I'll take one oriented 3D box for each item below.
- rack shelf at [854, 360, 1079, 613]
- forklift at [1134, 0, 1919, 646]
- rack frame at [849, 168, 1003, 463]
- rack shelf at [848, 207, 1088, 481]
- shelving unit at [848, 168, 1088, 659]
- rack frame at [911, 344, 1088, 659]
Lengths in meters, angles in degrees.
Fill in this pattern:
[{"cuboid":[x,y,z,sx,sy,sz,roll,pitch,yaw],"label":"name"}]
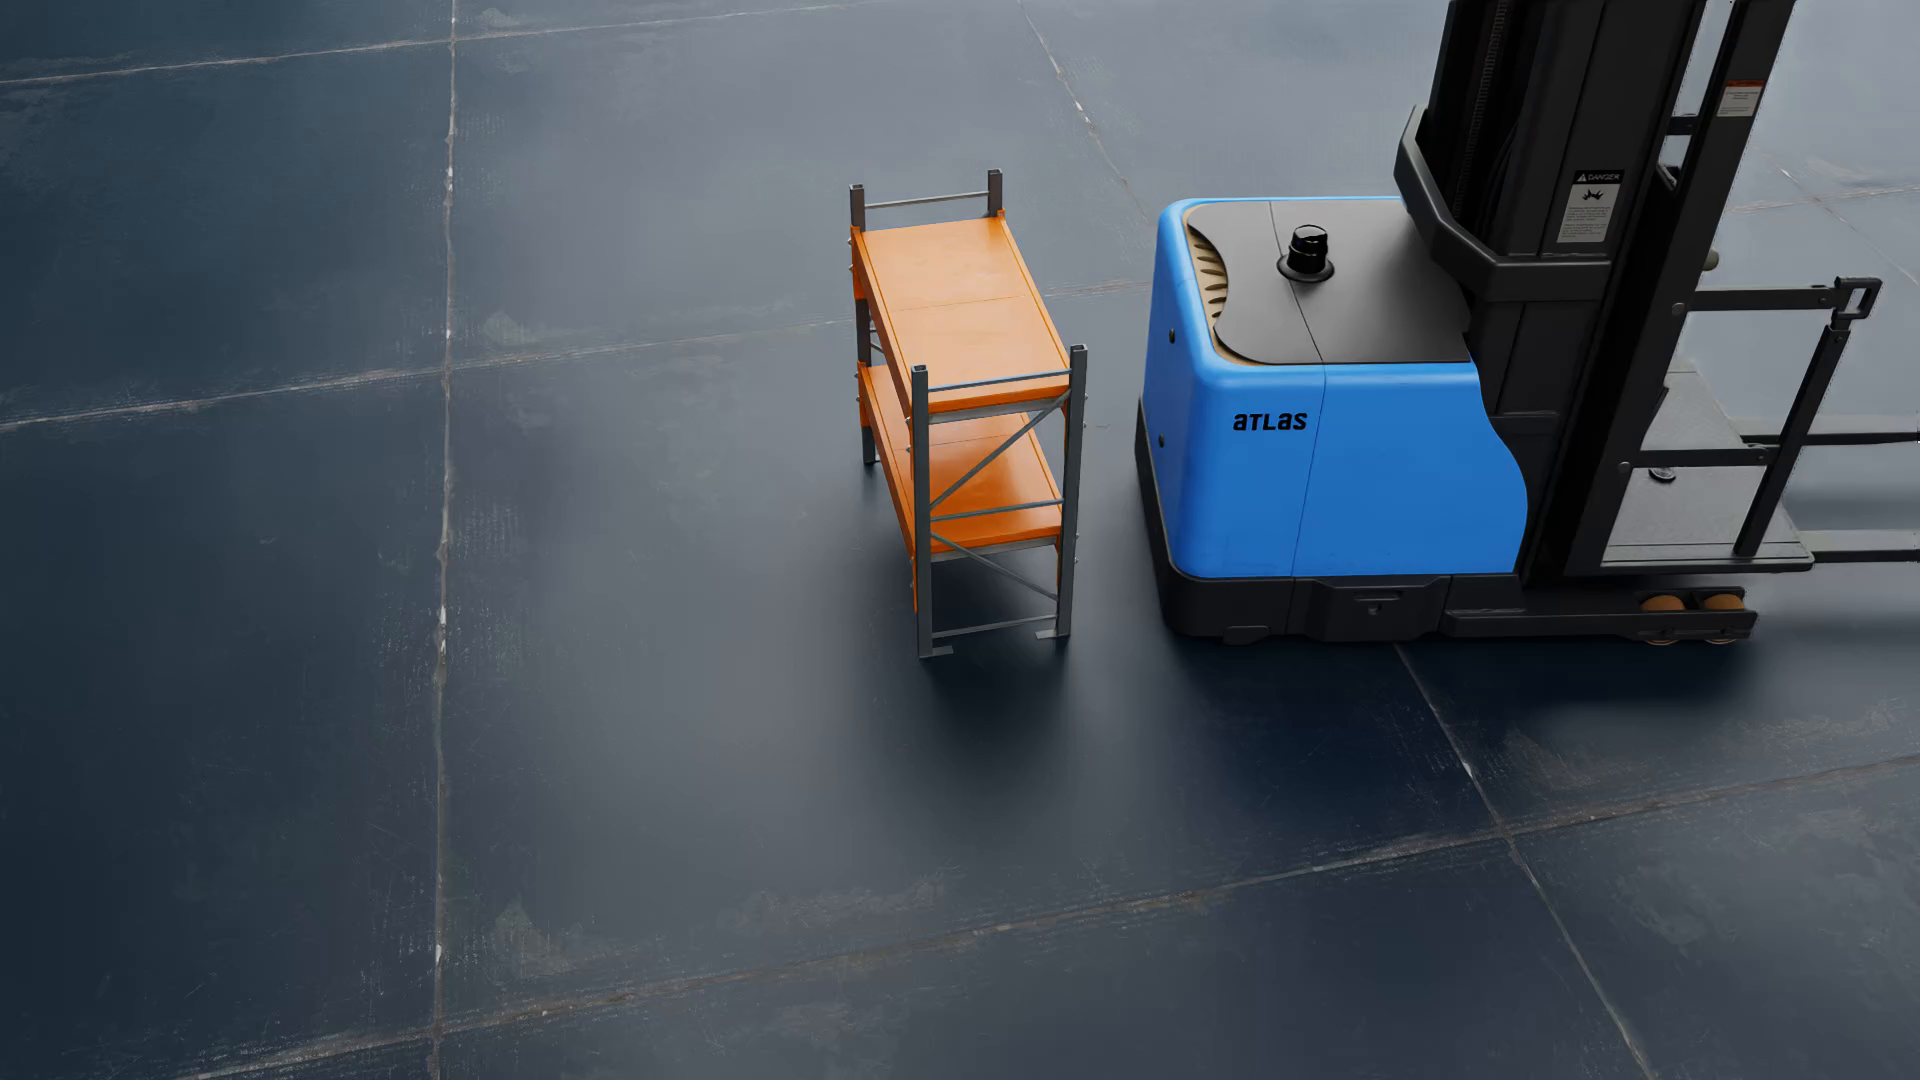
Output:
[{"cuboid":[0.001,-0.233,5.534,0.538,0.278,1.000,-8,42,-9],"label":"rack shelf"},{"cuboid":[2.156,-1.110,4.792,3.031,2.935,1.130,-1,42,-1],"label":"forklift"},{"cuboid":[-0.108,-0.746,5.743,0.500,1.125,0.032,-8,42,-9],"label":"rack frame"},{"cuboid":[0.001,-0.635,5.177,0.538,0.278,1.000,-8,42,-9],"label":"rack shelf"},{"cuboid":[0.001,-0.416,5.372,0.538,1.125,1.048,-8,42,-9],"label":"shelving unit"},{"cuboid":[0.111,-0.087,5.000,0.500,1.125,0.032,-8,42,-9],"label":"rack frame"}]
